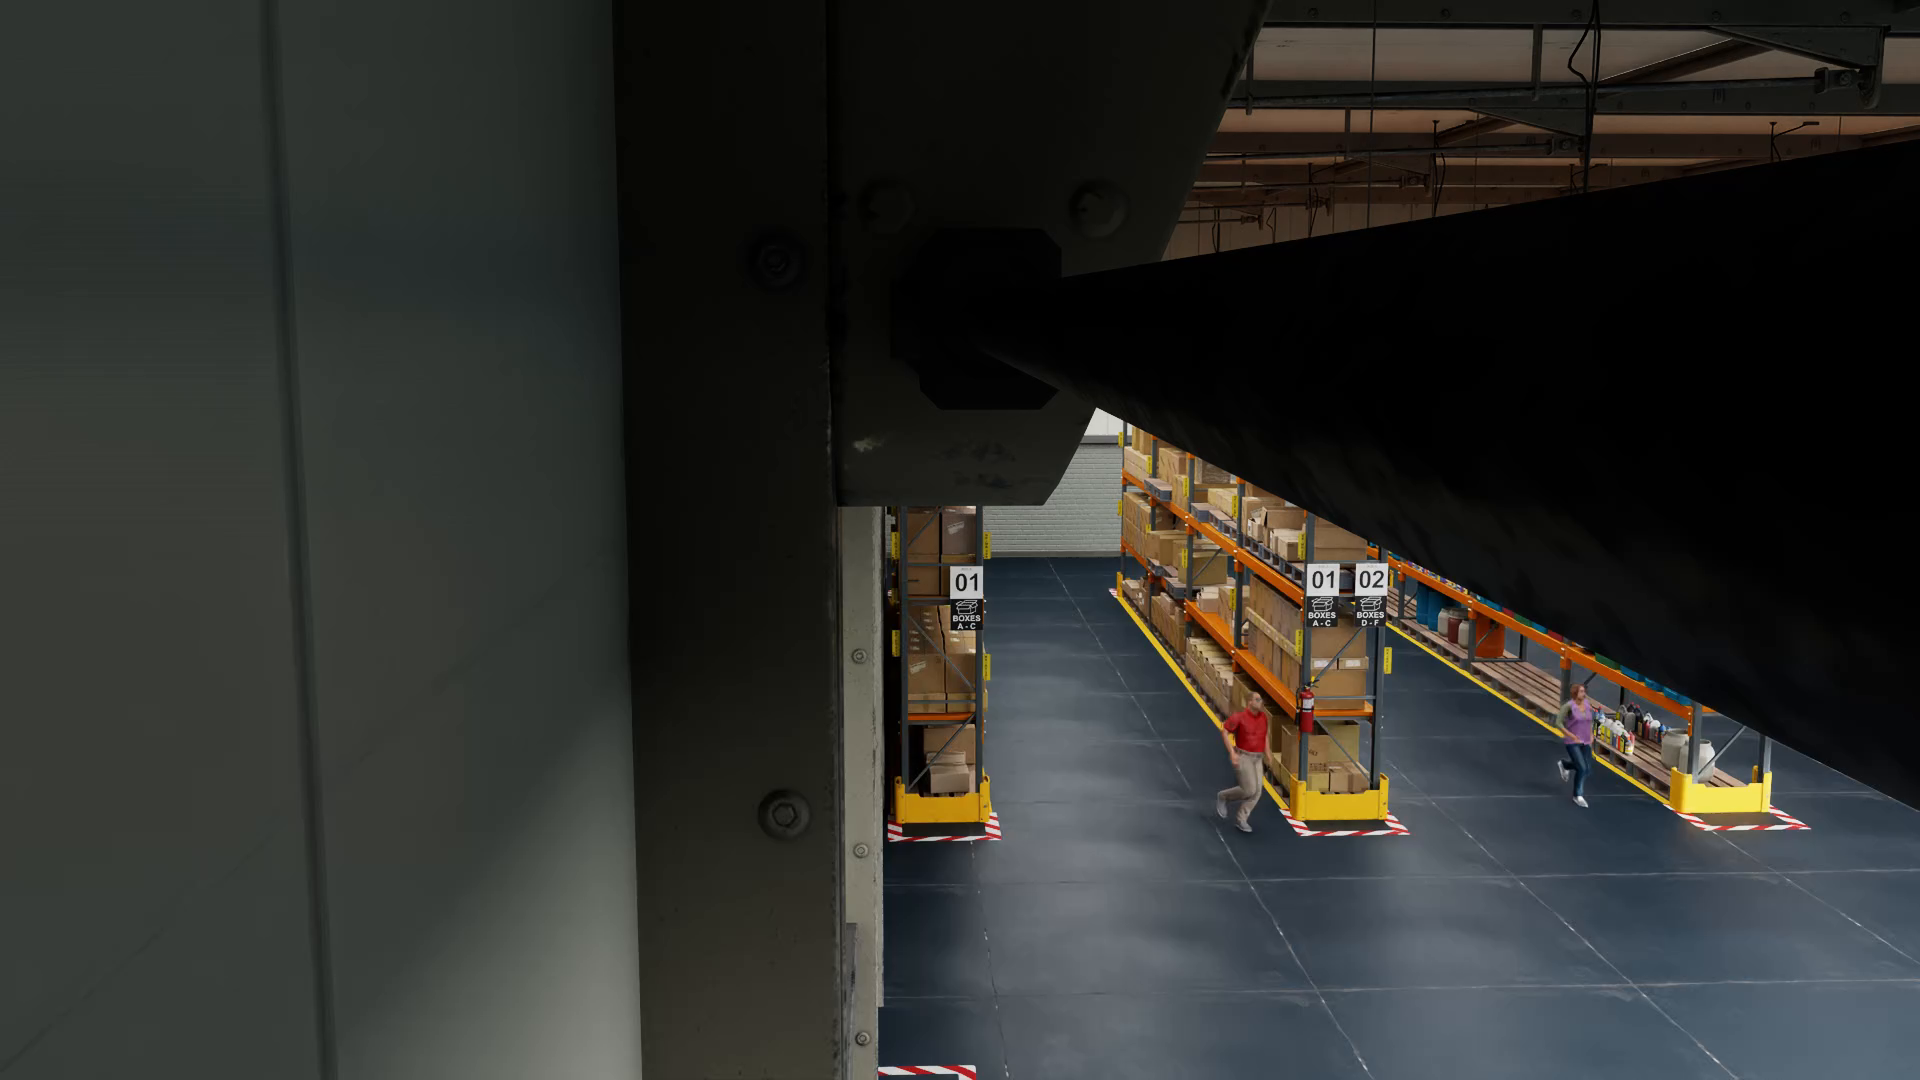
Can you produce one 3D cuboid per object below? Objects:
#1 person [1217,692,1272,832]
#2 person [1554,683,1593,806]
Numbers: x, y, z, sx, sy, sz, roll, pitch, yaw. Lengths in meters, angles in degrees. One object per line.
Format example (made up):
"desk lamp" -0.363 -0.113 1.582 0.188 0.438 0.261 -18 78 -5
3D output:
"person" 3.536 2.673 20.318 0.696 1.651 0.573 -6 10 -34
"person" 7.870 2.595 21.340 0.564 1.560 0.593 -3 9 -21
